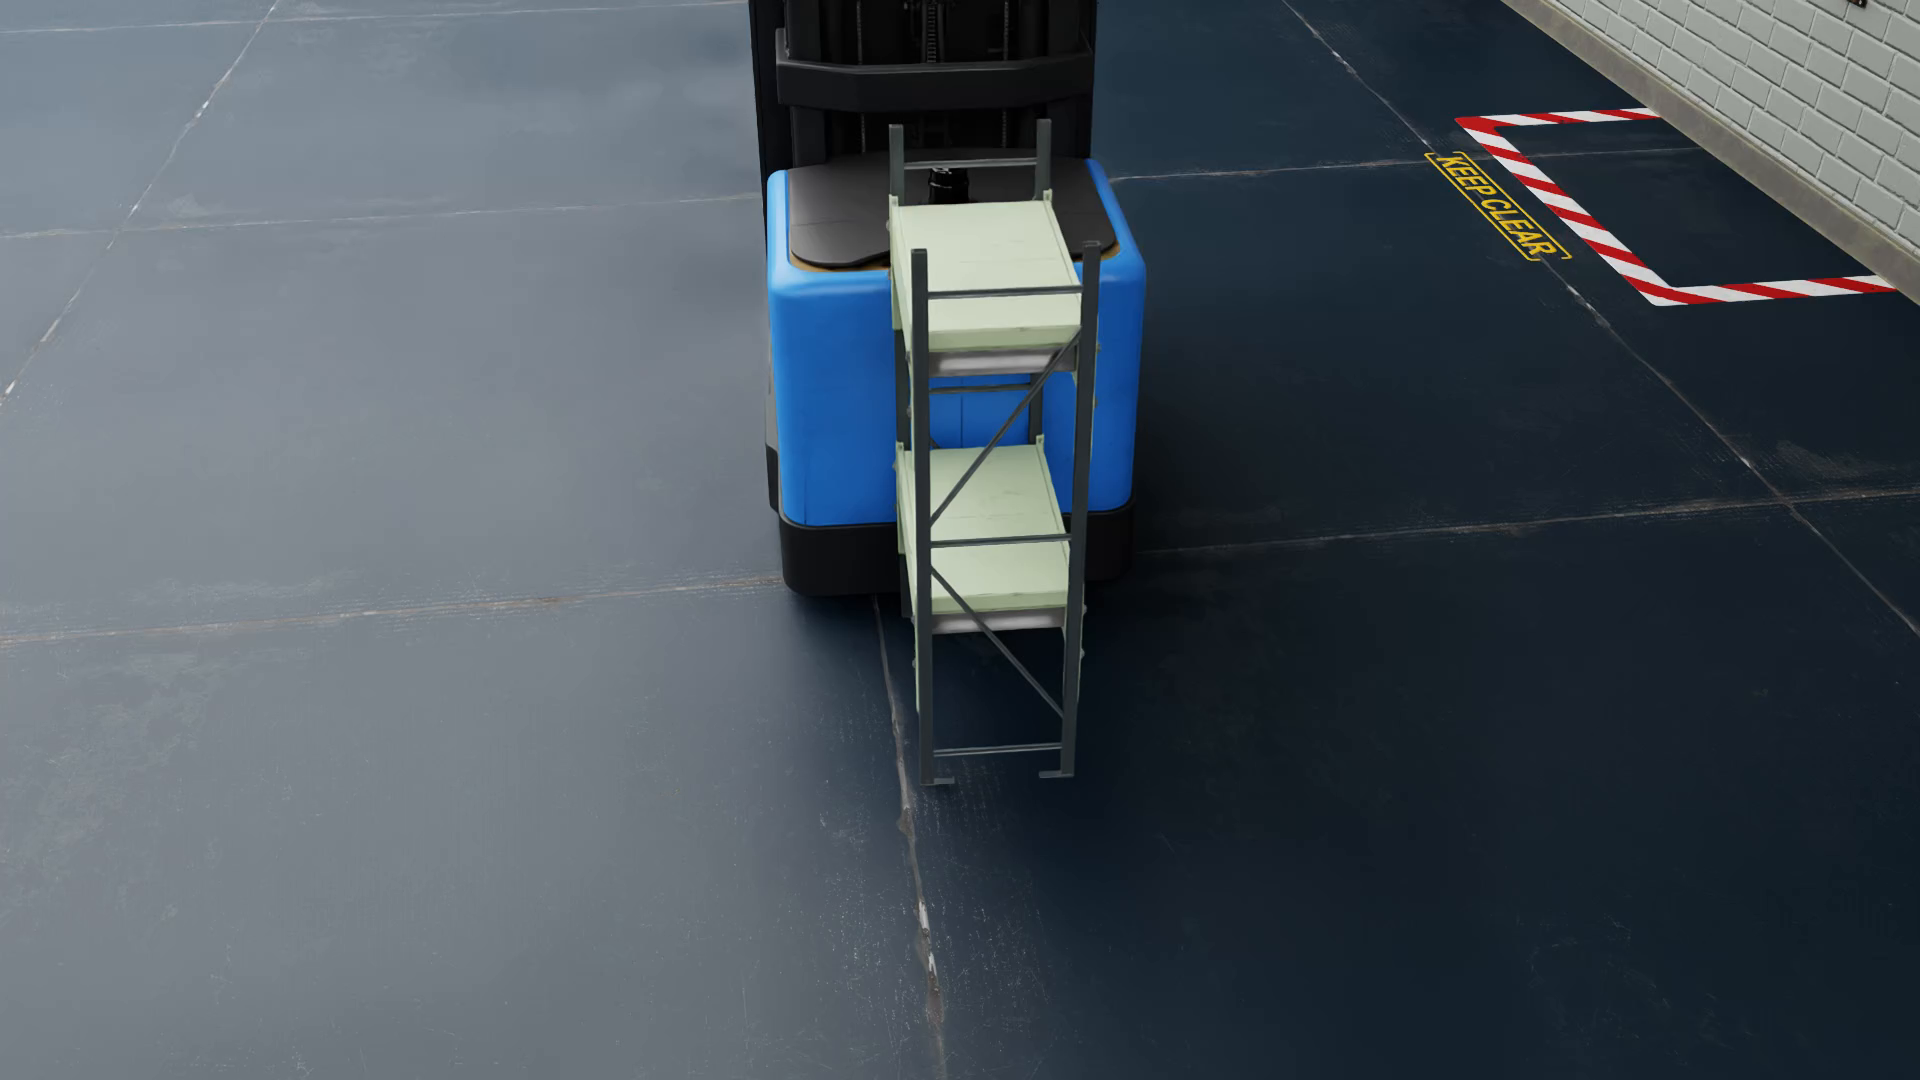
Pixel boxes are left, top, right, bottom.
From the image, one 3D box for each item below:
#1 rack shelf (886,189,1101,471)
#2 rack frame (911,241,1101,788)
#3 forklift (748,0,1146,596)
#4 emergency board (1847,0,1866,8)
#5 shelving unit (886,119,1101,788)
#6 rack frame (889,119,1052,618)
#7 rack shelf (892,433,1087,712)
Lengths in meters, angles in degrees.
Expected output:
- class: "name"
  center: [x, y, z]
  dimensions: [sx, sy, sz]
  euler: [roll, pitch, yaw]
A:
- class: "rack shelf"
  center: [0.061, -0.523, 3.992]
  dimensions: [0.431, 0.370, 0.720]
  euler: [-3, 34, -5]
- class: "rack frame"
  center: [0.097, 0.005, 3.911]
  dimensions: [0.400, 1.500, 0.023]
  euler: [-3, 34, -5]
- class: "forklift"
  center: [-0.139, -1.857, 5.373]
  dimensions: [1.130, 2.935, 3.031]
  euler: [-3, 34, -5]
- class: "emergency board"
  center: [3.594, -2.841, 6.755]
  dimensions: [0.157, 1.169, 0.626]
  euler: [-4, 35, -6]
- class: "shelving unit"
  center: [0.061, -0.200, 4.212]
  dimensions: [0.431, 1.500, 0.755]
  euler: [-3, 34, -5]
- class: "rack frame"
  center: [0.026, -0.405, 4.513]
  dimensions: [0.400, 1.500, 0.023]
  euler: [-3, 34, -5]
- class: "rack shelf"
  center: [0.061, 0.069, 4.396]
  dimensions: [0.431, 0.370, 0.720]
  euler: [-3, 34, -5]
